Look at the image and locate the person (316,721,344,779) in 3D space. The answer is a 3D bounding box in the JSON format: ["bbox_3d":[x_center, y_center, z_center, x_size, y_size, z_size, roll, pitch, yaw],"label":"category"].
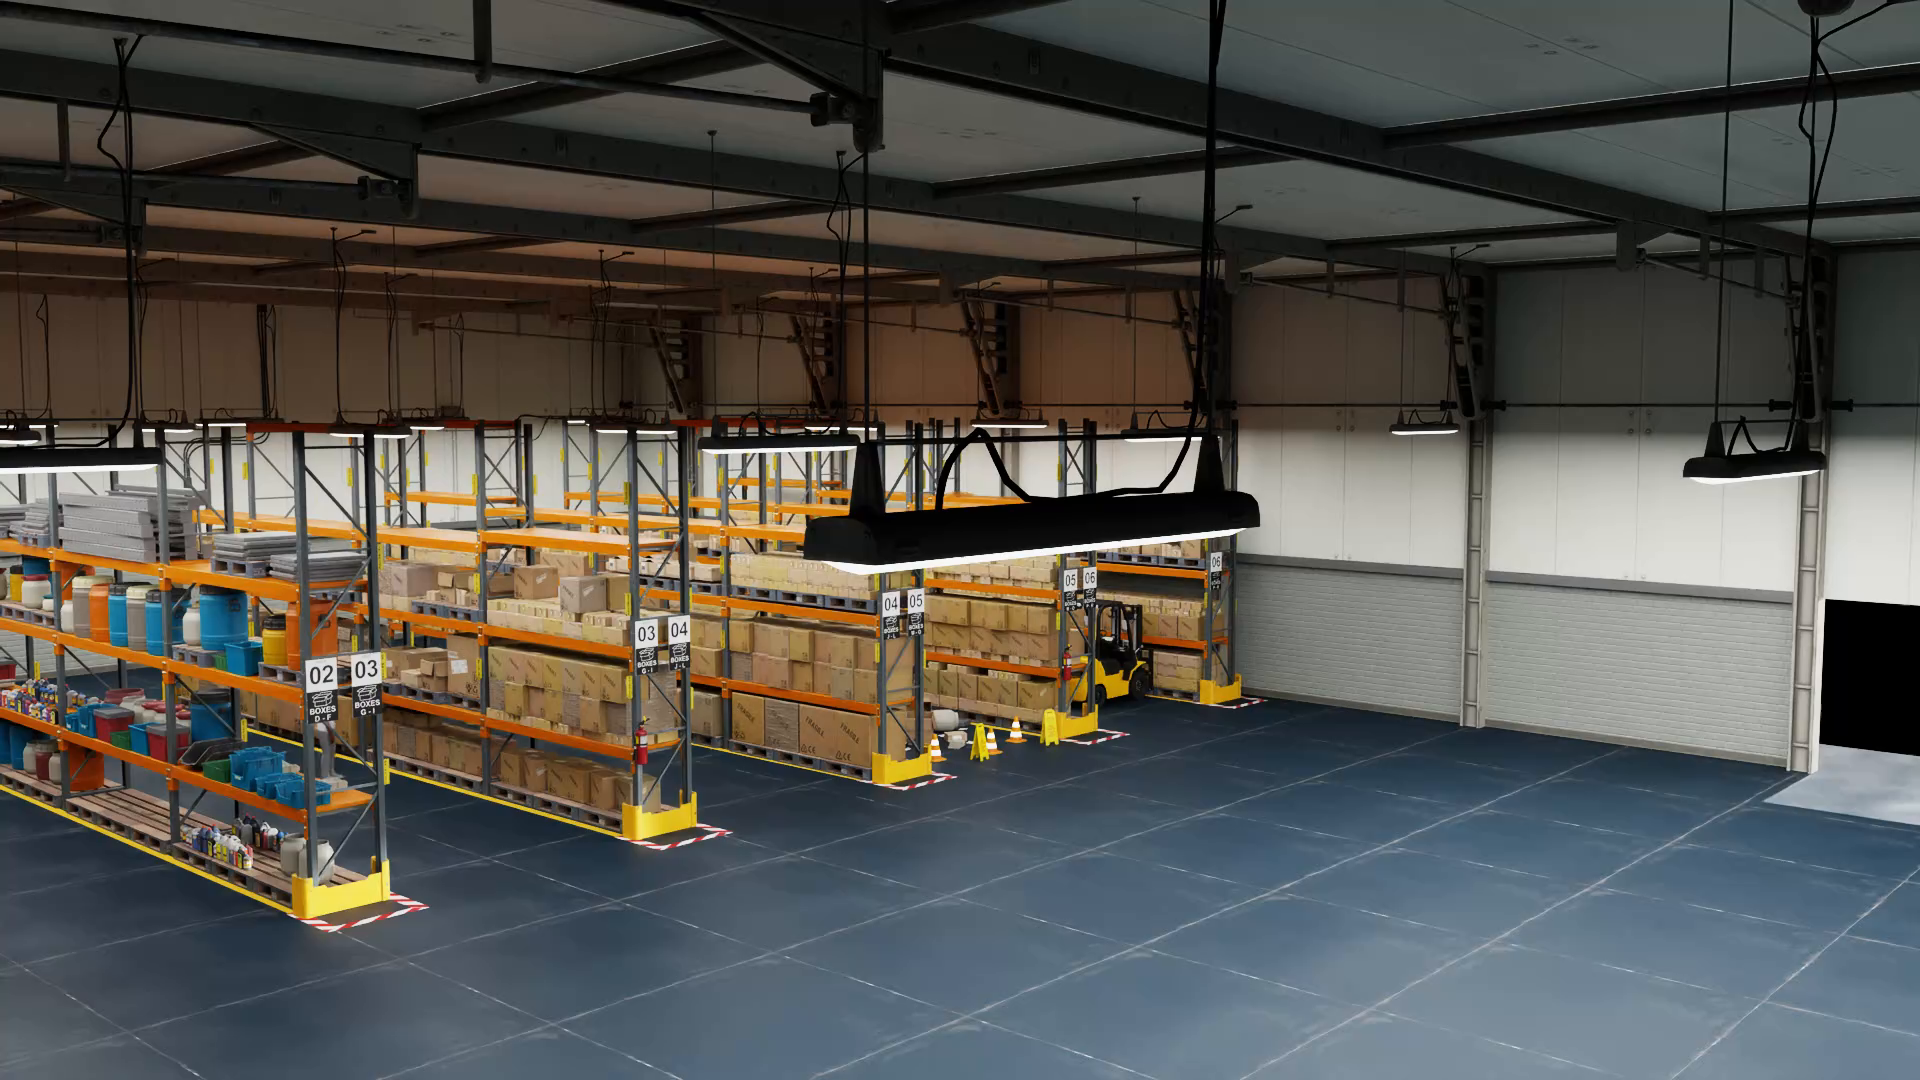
[{"bbox_3d":[-10.603,3.219,27.929,0.378,1.694,0.512,-1,5,-13],"label":"person"}]

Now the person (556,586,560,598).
[{"bbox_3d":[-10.956,1.755,45.070,0.585,1.794,0.416,-3,5,-28],"label":"person"}]

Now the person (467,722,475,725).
[{"bbox_3d":[-9.810,2.854,32.842,0.703,1.559,0.435,3,6,37],"label":"person"}]
